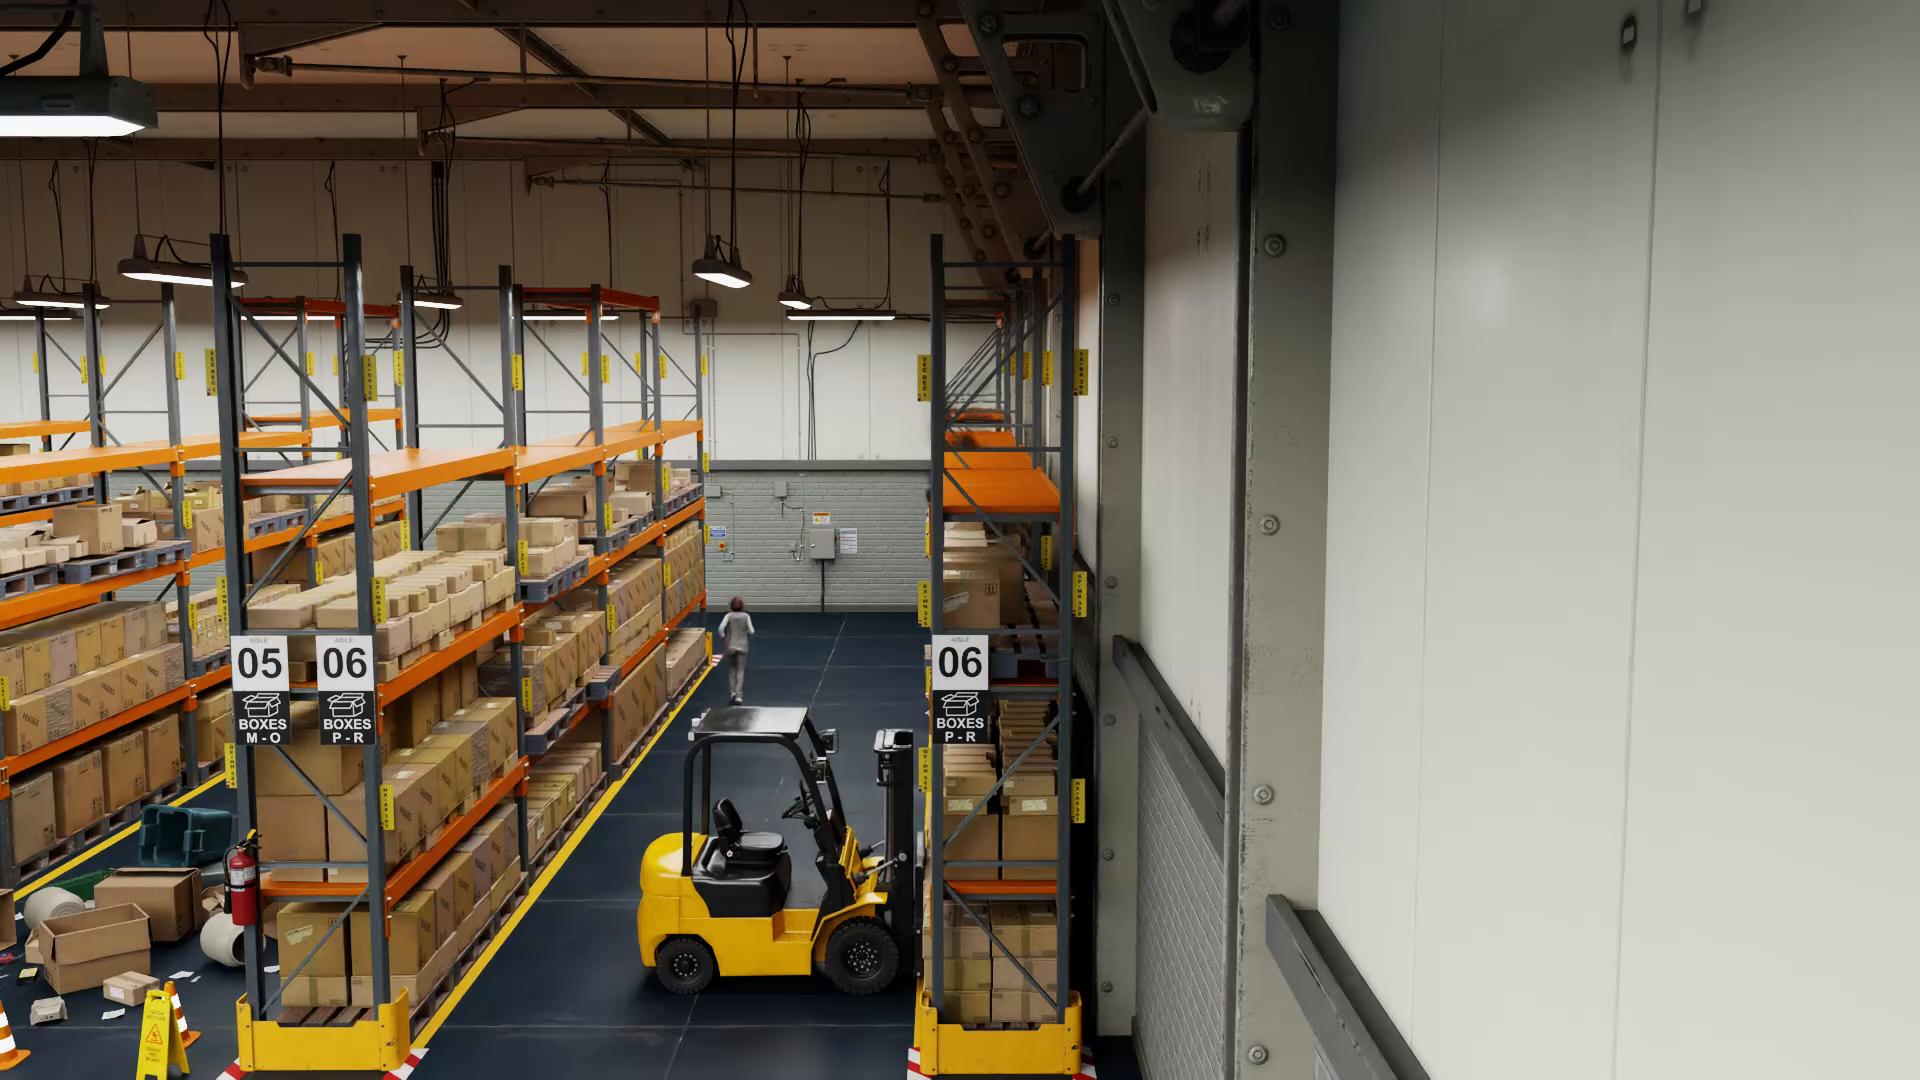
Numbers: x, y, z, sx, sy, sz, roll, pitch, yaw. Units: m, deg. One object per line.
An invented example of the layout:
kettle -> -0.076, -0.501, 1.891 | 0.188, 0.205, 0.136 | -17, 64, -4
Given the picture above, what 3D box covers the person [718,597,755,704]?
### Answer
person -> -3.299, 1.660, 24.607 | 0.522, 1.623, 0.700 | 0, 6, -4
